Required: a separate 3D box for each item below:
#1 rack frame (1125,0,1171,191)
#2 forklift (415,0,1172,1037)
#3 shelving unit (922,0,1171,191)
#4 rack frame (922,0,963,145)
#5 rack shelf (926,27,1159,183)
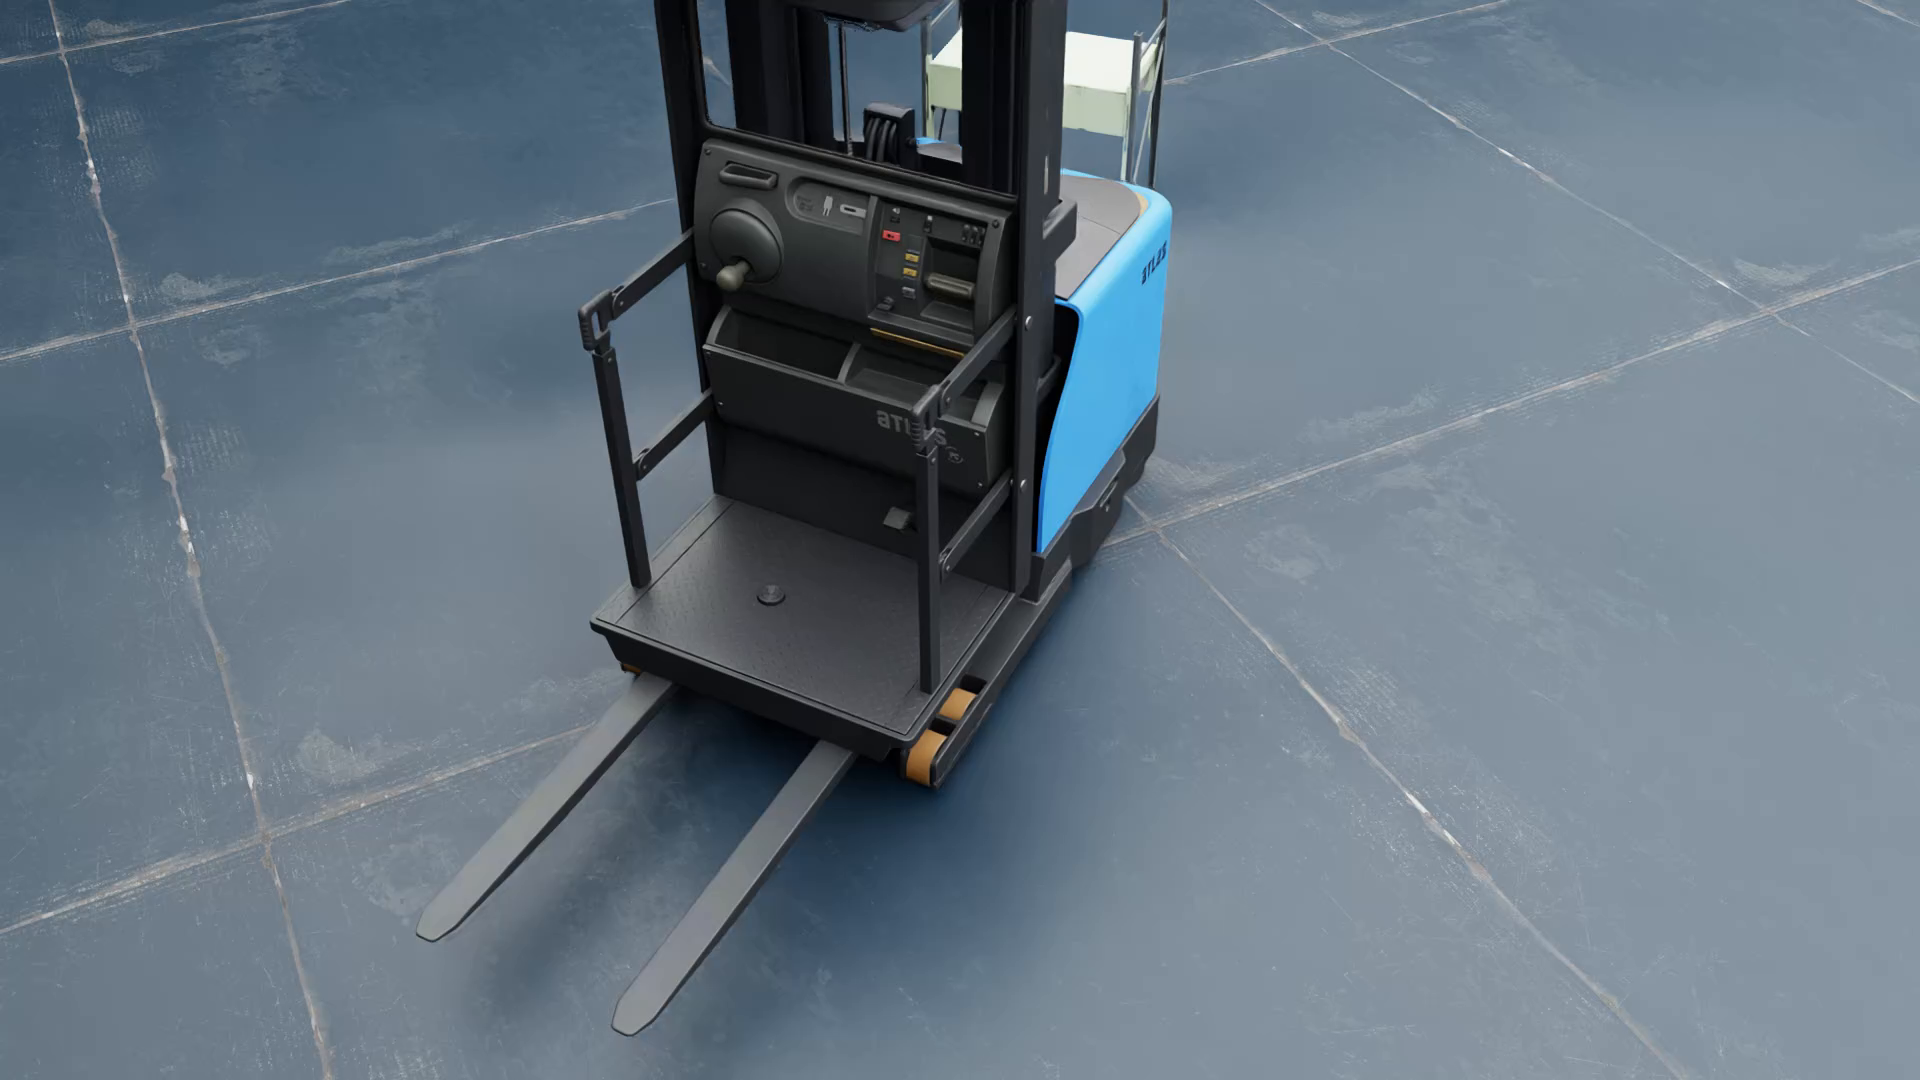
[{"bbox_3d":[0.638,-1.172,5.973,0.023,1.500,0.400,13,42,15],"label":"rack frame"},{"bbox_3d":[-0.406,-0.725,4.337,1.130,2.935,3.031,18,43,20],"label":"forklift"},{"bbox_3d":[0.294,-1.253,6.069,0.755,1.500,0.431,13,42,15],"label":"shelving unit"},{"bbox_3d":[-0.050,-1.334,6.165,0.023,1.500,0.400,13,42,15],"label":"rack frame"},{"bbox_3d":[0.294,-1.551,5.817,0.720,0.370,0.431,13,42,15],"label":"rack shelf"}]
